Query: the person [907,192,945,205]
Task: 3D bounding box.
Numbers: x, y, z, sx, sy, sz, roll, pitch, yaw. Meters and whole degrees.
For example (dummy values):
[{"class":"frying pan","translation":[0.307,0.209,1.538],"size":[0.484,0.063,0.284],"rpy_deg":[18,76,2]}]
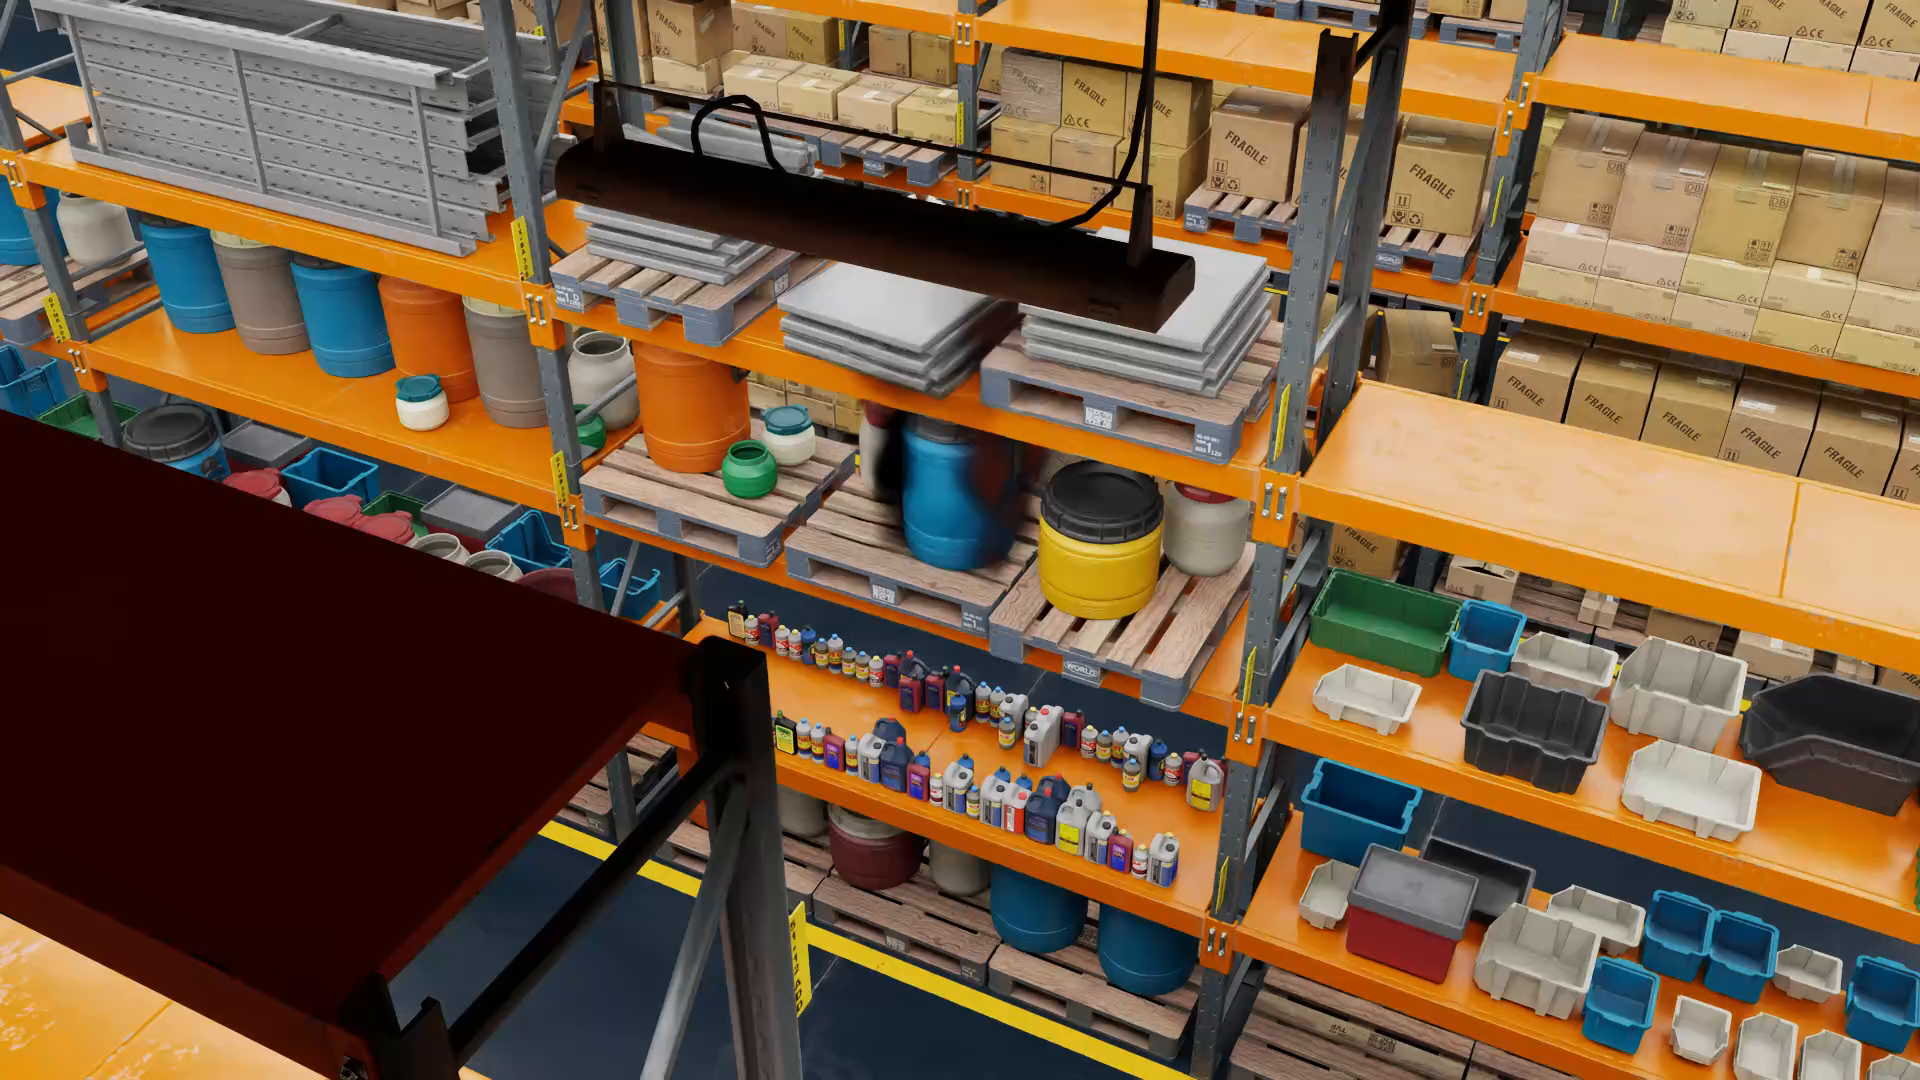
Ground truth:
[{"class":"person","translation":[-0.378,-2.679,16.188],"size":[0.424,1.821,0.664],"rpy_deg":[-28,44,-34]}]
